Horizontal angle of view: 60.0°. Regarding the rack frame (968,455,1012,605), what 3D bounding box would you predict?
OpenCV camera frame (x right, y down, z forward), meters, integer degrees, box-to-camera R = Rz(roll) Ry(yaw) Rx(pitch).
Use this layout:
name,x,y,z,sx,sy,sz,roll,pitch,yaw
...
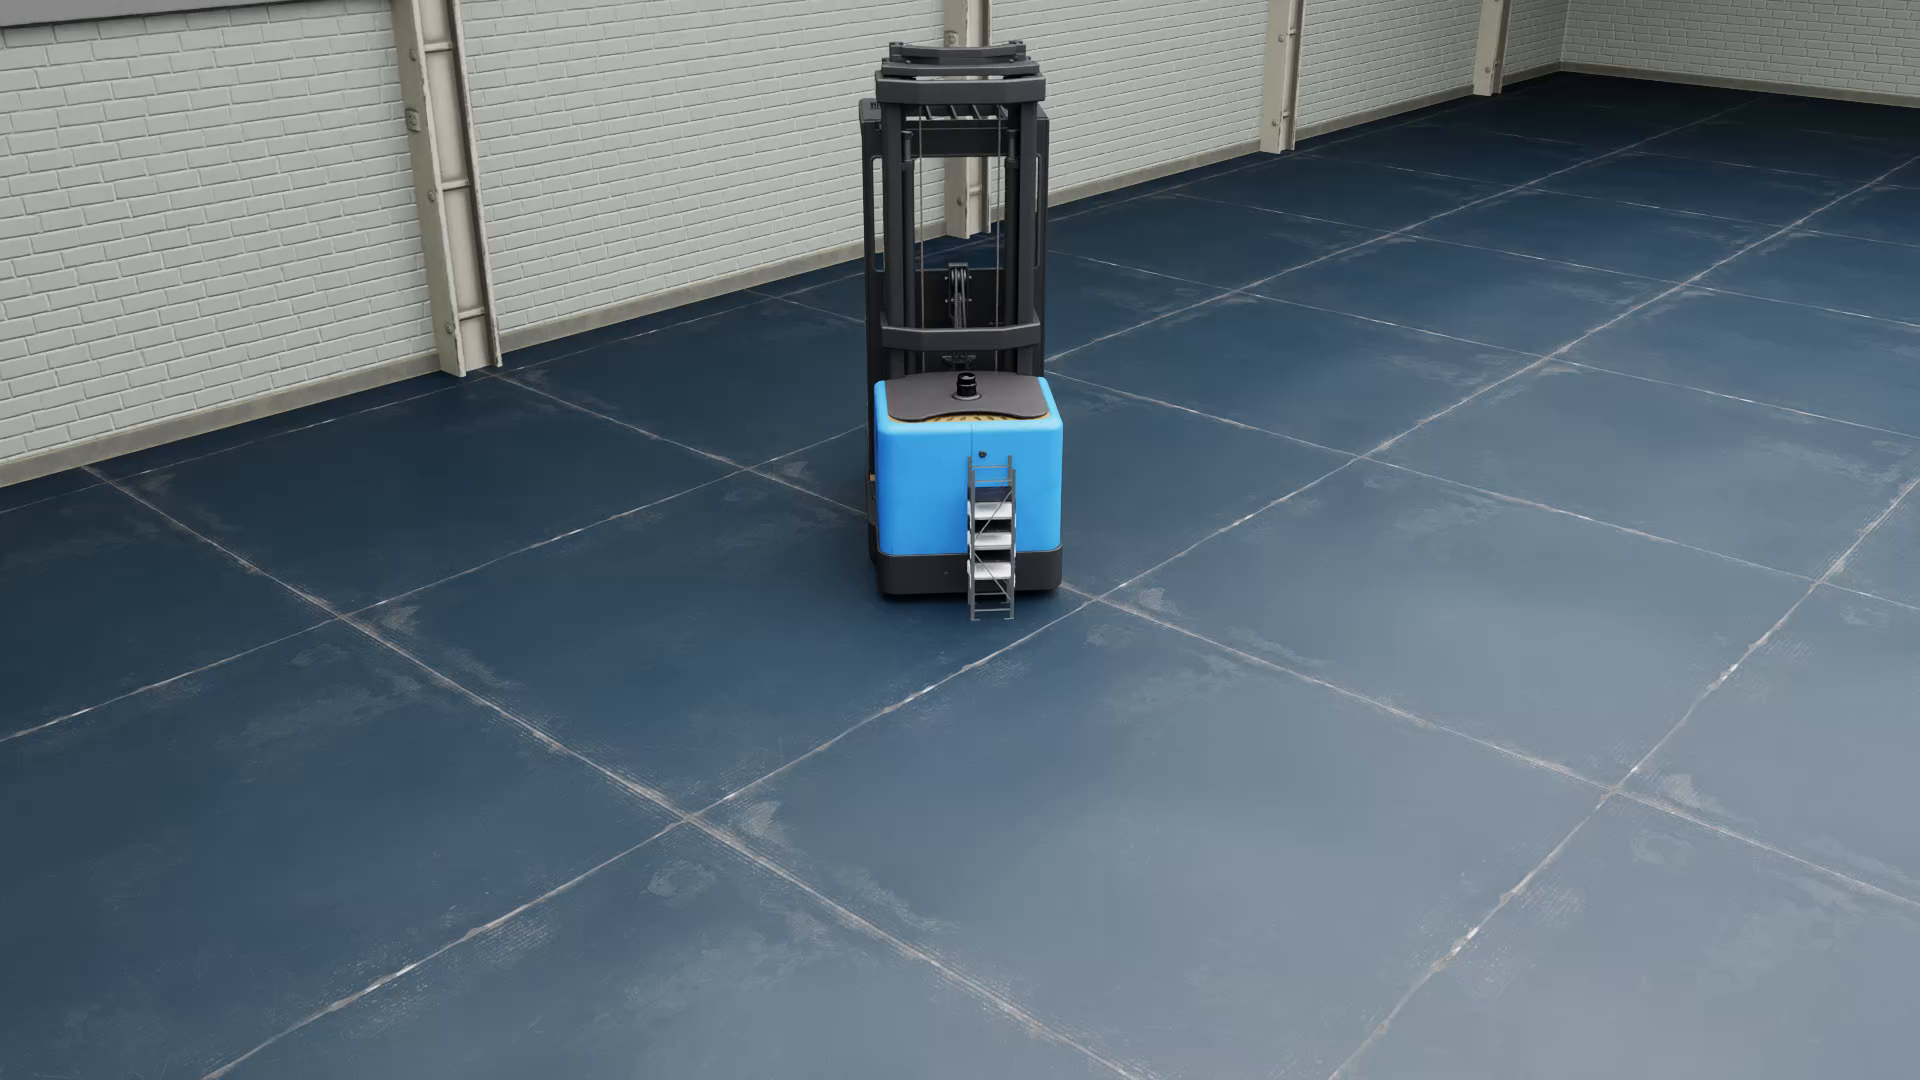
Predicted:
name,x,y,z,sx,sy,sz,roll,pitch,yaw
rack frame,0.164,-0.049,9.260,0.240,0.900,0.006,-2,24,-4

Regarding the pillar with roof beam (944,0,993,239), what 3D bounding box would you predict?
name,x,y,z,sx,sy,sz,roll,pitch,yaw
pillar with roof beam,3.287,-6.145,12.956,9.100,9.000,0.400,20,31,38

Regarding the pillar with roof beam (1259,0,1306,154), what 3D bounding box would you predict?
name,x,y,z,sx,sy,sz,roll,pitch,yaw
pillar with roof beam,7.291,-7.973,17.033,9.100,9.000,0.400,20,31,38

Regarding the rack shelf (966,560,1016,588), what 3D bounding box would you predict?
name,x,y,z,sx,sy,sz,roll,pitch,yaw
rack shelf,0.172,0.187,9.255,0.258,0.077,0.200,-2,24,-4

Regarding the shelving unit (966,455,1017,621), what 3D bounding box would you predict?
name,x,y,z,sx,sy,sz,roll,pitch,yaw
shelving unit,0.172,-0.008,9.167,0.258,0.900,0.210,-2,24,-4

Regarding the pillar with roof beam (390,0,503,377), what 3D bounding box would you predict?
name,x,y,z,sx,sy,sz,roll,pitch,yaw
pillar with roof beam,-0.718,-4.317,8.879,9.100,9.000,0.400,20,31,38

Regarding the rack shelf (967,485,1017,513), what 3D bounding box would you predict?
name,x,y,z,sx,sy,sz,roll,pitch,yaw
rack shelf,0.172,-0.224,9.071,0.258,0.077,0.200,-2,24,-4

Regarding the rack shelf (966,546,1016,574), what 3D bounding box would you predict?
name,x,y,z,sx,sy,sz,roll,pitch,yaw
rack shelf,0.172,0.105,9.218,0.258,0.077,0.200,-2,24,-4

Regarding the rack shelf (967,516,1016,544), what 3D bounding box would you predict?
name,x,y,z,sx,sy,sz,roll,pitch,yaw
rack shelf,0.172,-0.059,9.144,0.258,0.077,0.200,-2,24,-4

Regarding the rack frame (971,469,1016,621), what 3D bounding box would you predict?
name,x,y,z,sx,sy,sz,roll,pitch,yaw
rack frame,0.179,0.034,9.075,0.240,0.900,0.006,-2,24,-4

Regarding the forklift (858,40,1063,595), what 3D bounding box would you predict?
name,x,y,z,sx,sy,sz,roll,pitch,yaw
forklift,-0.047,-1.594,10.222,1.130,2.935,3.031,-2,24,-4

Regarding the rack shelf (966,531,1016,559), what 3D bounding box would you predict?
name,x,y,z,sx,sy,sz,roll,pitch,yaw
rack shelf,0.172,0.023,9.181,0.258,0.077,0.200,-2,24,-4

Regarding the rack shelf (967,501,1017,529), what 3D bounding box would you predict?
name,x,y,z,sx,sy,sz,roll,pitch,yaw
rack shelf,0.172,-0.142,9.107,0.258,0.077,0.200,-2,24,-4

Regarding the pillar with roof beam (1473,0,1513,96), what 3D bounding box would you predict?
name,x,y,z,sx,sy,sz,roll,pitch,yaw
pillar with roof beam,11.296,-9.801,21.111,9.100,9.000,0.400,20,31,38
